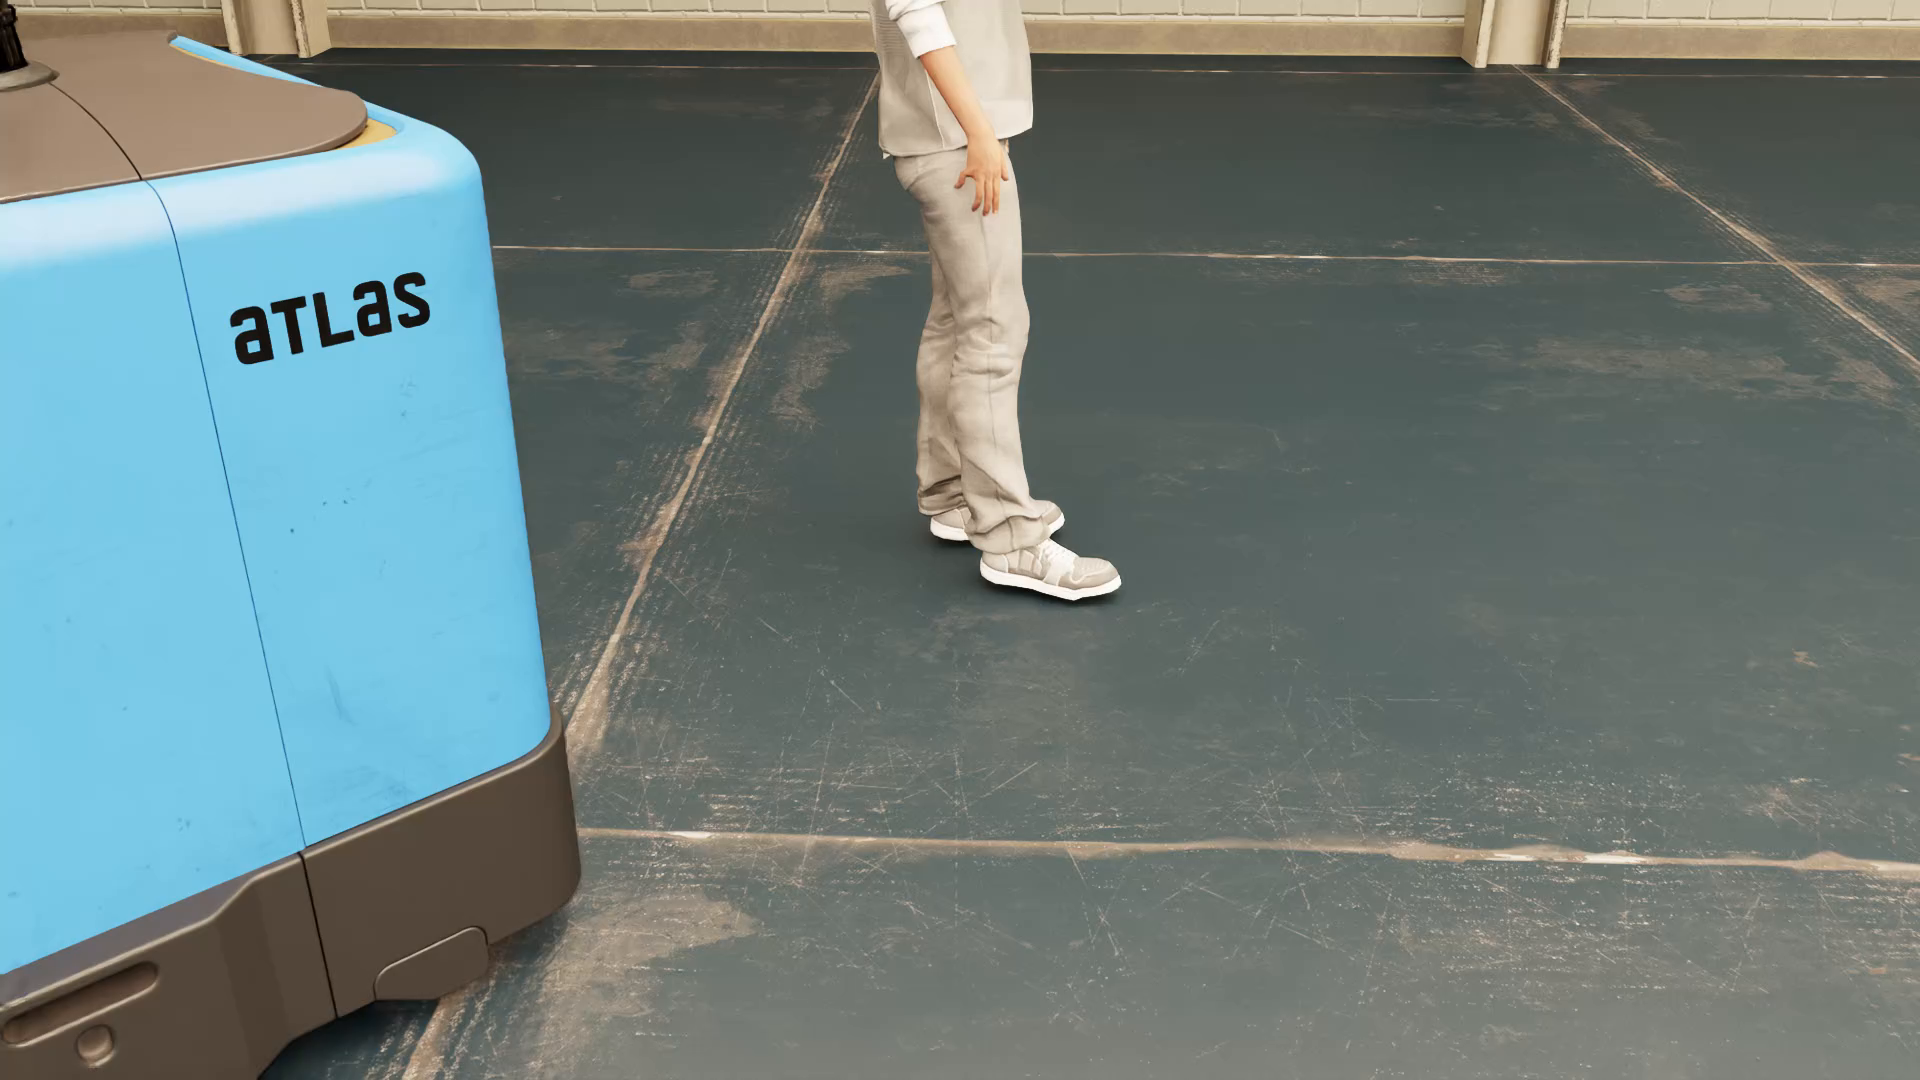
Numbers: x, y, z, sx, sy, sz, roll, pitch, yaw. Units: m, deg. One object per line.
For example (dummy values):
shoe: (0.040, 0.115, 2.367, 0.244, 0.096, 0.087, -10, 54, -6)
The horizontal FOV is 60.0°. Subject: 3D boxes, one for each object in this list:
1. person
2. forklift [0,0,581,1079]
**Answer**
person: (0.073, -0.715, 2.961, 0.475, 1.596, 0.521, 1, 26, 2)
forklift: (-1.944, -0.509, 1.052, 3.031, 2.935, 1.130, -22, 34, -37)
